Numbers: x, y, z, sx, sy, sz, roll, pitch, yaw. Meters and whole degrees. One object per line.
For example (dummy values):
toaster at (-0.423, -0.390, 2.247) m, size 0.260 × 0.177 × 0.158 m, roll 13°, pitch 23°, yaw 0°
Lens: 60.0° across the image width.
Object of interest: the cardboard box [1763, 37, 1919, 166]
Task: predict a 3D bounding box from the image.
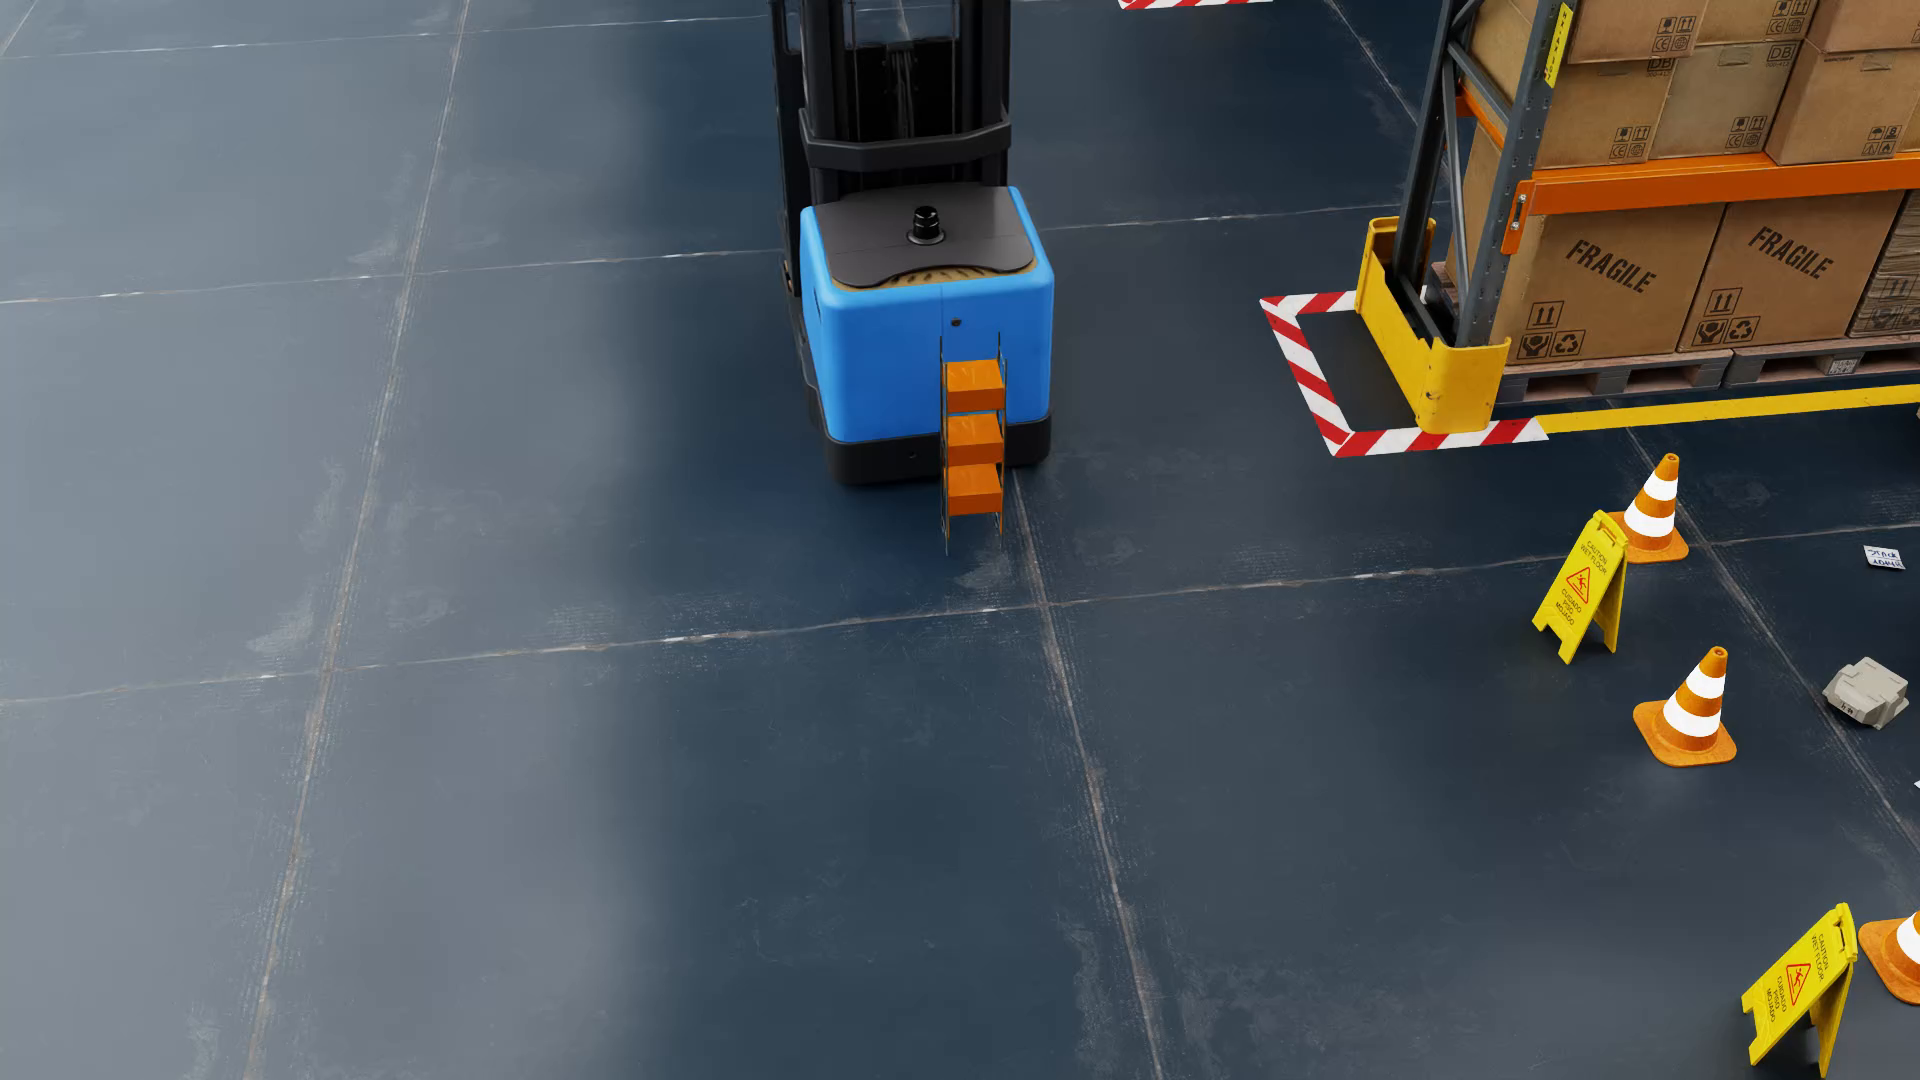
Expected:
cardboard box at (3.834, -2.167, 7.517) m, size 0.550 × 0.550 × 0.875 m, roll -5°, pitch 42°, yaw -6°

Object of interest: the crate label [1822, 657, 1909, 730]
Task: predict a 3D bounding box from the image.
crate label at (3.649, 0.609, 6.688) m, size 0.298 × 0.136 × 0.250 m, roll -27°, pitch 49°, yaw -27°

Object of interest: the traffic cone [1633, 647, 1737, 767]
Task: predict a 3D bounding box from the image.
traffic cone at (2.878, 0.597, 6.458) m, size 0.334 × 0.463 × 0.336 m, roll -5°, pitch 42°, yaw -6°

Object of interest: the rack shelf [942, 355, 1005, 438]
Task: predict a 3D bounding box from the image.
rack shelf at (0.053, -0.597, 6.936) m, size 0.240 × 0.259 × 0.215 m, roll -5°, pitch 42°, yaw -6°

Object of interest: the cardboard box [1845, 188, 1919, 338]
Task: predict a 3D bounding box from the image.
cardboard box at (4.798, -1.647, 8.325) m, size 0.875 × 0.875 × 0.875 m, roll -5°, pitch 42°, yaw -5°

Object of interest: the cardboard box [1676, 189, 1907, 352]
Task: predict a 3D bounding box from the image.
cardboard box at (3.894, -1.570, 8.238) m, size 0.875 × 0.875 × 0.875 m, roll -6°, pitch 42°, yaw -6°

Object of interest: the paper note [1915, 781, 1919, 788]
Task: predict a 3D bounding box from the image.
paper note at (3.779, 0.955, 6.383) m, size 0.142 × 0.019 × 0.148 m, roll -19°, pitch 45°, yaw -20°

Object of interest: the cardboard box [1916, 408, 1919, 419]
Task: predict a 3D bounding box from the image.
cardboard box at (4.918, -0.626, 7.784) m, size 0.500 × 0.500 × 0.500 m, roll 2°, pitch 42°, yaw 2°

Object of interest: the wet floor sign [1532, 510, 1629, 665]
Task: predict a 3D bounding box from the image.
wet floor sign at (2.586, 0.170, 6.795) m, size 0.232 × 0.644 × 0.267 m, roll -12°, pitch 43°, yaw -13°

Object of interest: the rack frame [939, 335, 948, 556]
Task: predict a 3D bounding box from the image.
rack frame at (-0.068, -0.384, 7.107) m, size 0.008 × 1.050 × 0.200 m, roll -5°, pitch 42°, yaw -6°

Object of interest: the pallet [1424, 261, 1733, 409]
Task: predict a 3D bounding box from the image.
pallet at (3.140, -1.108, 8.536) m, size 1.213 × 0.211 × 1.003 m, roll -5°, pitch 42°, yaw -6°

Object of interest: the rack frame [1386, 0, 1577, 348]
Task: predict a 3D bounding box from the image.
rack frame at (2.358, -2.022, 7.467) m, size 0.127 × 3.000 × 1.000 m, roll -5°, pitch 42°, yaw -6°

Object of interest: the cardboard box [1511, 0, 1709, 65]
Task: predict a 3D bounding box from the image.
cardboard box at (2.730, -2.485, 7.063) m, size 0.550 × 0.550 × 0.875 m, roll -5°, pitch 42°, yaw -6°

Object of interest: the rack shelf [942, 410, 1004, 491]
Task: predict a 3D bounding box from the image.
rack shelf at (0.053, -0.387, 7.126) m, size 0.240 × 0.259 × 0.215 m, roll -5°, pitch 42°, yaw -6°

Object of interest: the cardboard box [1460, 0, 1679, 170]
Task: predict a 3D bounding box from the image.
cardboard box at (2.720, -2.140, 7.486) m, size 0.550 × 0.550 × 0.875 m, roll -5°, pitch 42°, yaw -6°

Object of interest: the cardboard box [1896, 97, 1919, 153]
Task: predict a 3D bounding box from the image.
cardboard box at (4.354, -2.241, 7.598) m, size 0.500 × 0.550 × 0.875 m, roll -5°, pitch 42°, yaw -6°

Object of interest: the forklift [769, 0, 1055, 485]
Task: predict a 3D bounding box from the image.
forklift at (-0.358, -2.336, 7.867) m, size 1.130 × 2.935 × 3.031 m, roll -7°, pitch 43°, yaw -8°

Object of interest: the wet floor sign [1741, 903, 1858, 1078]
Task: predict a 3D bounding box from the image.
wet floor sign at (2.772, 1.437, 5.390) m, size 0.232 × 0.644 × 0.267 m, roll 8°, pitch 43°, yaw 9°

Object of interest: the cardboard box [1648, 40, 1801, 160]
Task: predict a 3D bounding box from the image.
cardboard box at (3.262, -2.202, 7.555) m, size 0.550 × 0.550 × 0.875 m, roll -5°, pitch 42°, yaw -6°

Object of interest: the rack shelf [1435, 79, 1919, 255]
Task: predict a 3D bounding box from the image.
rack shelf at (4.341, -1.929, 7.901) m, size 4.000 × 0.370 × 1.077 m, roll -5°, pitch 42°, yaw -6°

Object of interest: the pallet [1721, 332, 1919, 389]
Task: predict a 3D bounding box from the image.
pallet at (4.347, -1.212, 8.651) m, size 1.213 × 0.211 × 1.003 m, roll -5°, pitch 42°, yaw -6°

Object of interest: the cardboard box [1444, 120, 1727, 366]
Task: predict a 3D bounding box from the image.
cardboard box at (3.021, -1.492, 8.152) m, size 0.875 × 0.875 × 0.875 m, roll -5°, pitch 42°, yaw -5°

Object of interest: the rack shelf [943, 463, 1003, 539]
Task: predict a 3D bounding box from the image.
rack shelf at (0.053, -0.180, 7.312) m, size 0.240 × 0.259 × 0.215 m, roll -5°, pitch 42°, yaw -6°

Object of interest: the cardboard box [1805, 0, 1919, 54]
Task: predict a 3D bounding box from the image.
cardboard box at (3.837, -2.553, 7.137) m, size 0.550 × 0.550 × 0.875 m, roll -5°, pitch 42°, yaw -6°

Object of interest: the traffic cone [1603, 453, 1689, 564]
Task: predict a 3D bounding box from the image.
traffic cone at (3.068, -0.183, 7.323) m, size 0.334 × 0.463 × 0.336 m, roll -5°, pitch 42°, yaw -6°

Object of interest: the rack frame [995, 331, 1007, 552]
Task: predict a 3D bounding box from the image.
rack frame at (0.174, -0.405, 7.130) m, size 0.008 × 1.050 × 0.200 m, roll -5°, pitch 42°, yaw -6°

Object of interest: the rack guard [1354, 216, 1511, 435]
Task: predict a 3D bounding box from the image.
rack guard at (2.334, -1.092, 8.302) m, size 0.348 × 0.500 × 1.175 m, roll -5°, pitch 42°, yaw -6°

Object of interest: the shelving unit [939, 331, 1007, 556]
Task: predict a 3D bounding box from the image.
shelving unit at (0.053, -0.394, 7.119) m, size 0.252 × 1.050 × 0.215 m, roll -5°, pitch 42°, yaw -6°

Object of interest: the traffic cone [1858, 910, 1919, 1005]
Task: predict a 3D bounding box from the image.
traffic cone at (3.359, 1.305, 5.673) m, size 0.334 × 0.463 × 0.336 m, roll -5°, pitch 42°, yaw -6°

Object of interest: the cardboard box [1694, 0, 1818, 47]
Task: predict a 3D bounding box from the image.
cardboard box at (3.264, -2.594, 7.183) m, size 0.550 × 0.550 × 0.875 m, roll -5°, pitch 42°, yaw -6°

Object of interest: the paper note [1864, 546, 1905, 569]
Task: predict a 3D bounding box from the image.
paper note at (4.091, 0.076, 7.359) m, size 0.142 × 0.017 × 0.144 m, roll 8°, pitch 43°, yaw 9°

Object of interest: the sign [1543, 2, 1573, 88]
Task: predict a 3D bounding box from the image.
sign at (2.424, -2.004, 6.742) m, size 0.005 × 0.325 × 0.100 m, roll -5°, pitch 42°, yaw -6°
